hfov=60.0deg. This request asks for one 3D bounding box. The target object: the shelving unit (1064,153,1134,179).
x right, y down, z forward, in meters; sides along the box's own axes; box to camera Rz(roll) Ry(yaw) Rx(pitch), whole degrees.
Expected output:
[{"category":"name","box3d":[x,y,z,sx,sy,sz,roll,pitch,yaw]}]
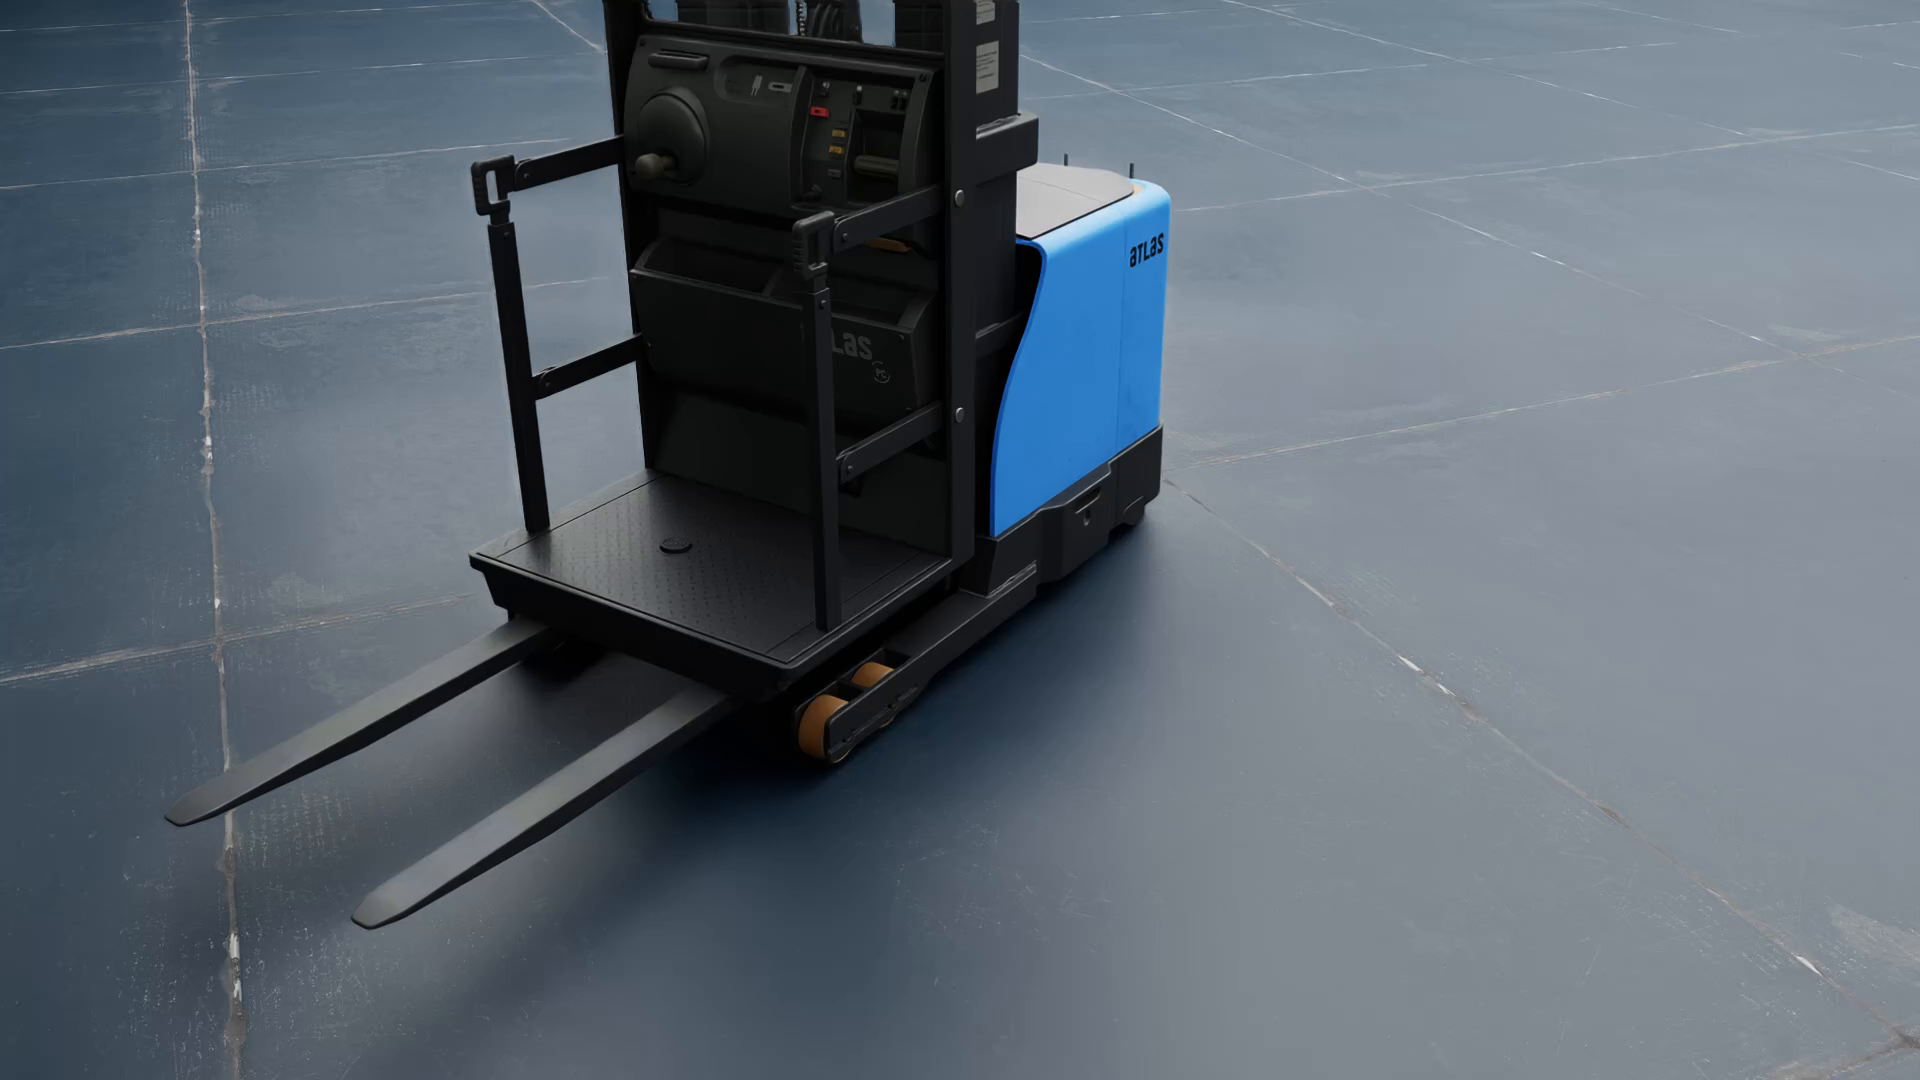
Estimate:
[{"category":"shelving unit","box3d":[0.400,-0.733,5.555,0.252,1.050,0.215,16,30,30]}]

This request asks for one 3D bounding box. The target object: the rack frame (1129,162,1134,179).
[{"category":"rack frame","box3d":[0.502,-0.703,5.494,0.008,1.050,0.200,16,30,30]}]

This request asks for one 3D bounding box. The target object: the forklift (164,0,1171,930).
[{"category":"forklift","box3d":[-0.582,-1.002,3.961,1.130,2.935,3.031,16,30,30]}]

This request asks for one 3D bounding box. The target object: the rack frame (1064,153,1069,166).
[{"category":"rack frame","box3d":[0.298,-0.763,5.615,0.008,1.050,0.200,16,30,30]}]
